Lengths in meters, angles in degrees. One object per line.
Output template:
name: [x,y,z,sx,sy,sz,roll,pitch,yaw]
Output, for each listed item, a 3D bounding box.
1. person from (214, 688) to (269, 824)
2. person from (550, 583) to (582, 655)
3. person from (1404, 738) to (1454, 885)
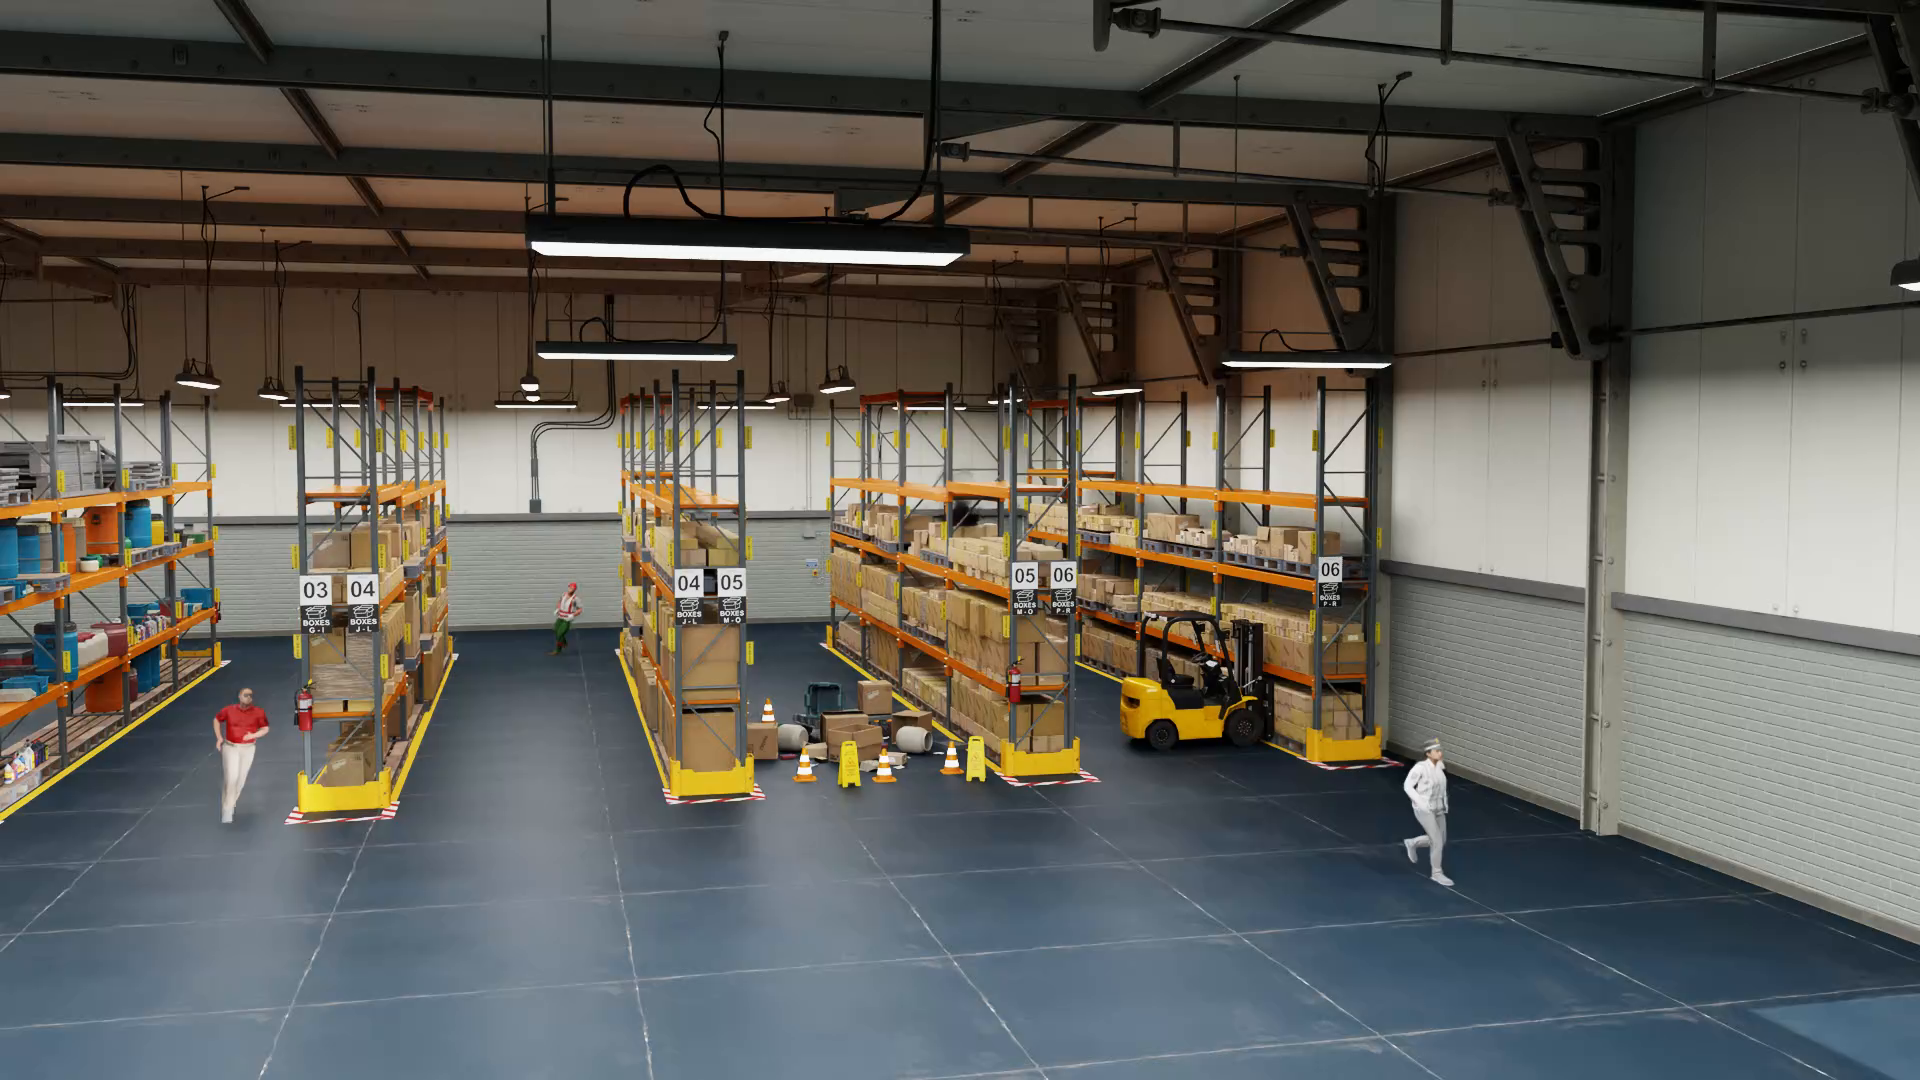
person: [-9.559,2.850,22.146,0.642,1.779,0.727,-2,4,-35]
person: [-9.173,1.837,38.828,0.759,1.694,0.663,1,4,23]
person: [5.301,3.055,18.934,0.642,1.668,0.667,-2,4,-33]
